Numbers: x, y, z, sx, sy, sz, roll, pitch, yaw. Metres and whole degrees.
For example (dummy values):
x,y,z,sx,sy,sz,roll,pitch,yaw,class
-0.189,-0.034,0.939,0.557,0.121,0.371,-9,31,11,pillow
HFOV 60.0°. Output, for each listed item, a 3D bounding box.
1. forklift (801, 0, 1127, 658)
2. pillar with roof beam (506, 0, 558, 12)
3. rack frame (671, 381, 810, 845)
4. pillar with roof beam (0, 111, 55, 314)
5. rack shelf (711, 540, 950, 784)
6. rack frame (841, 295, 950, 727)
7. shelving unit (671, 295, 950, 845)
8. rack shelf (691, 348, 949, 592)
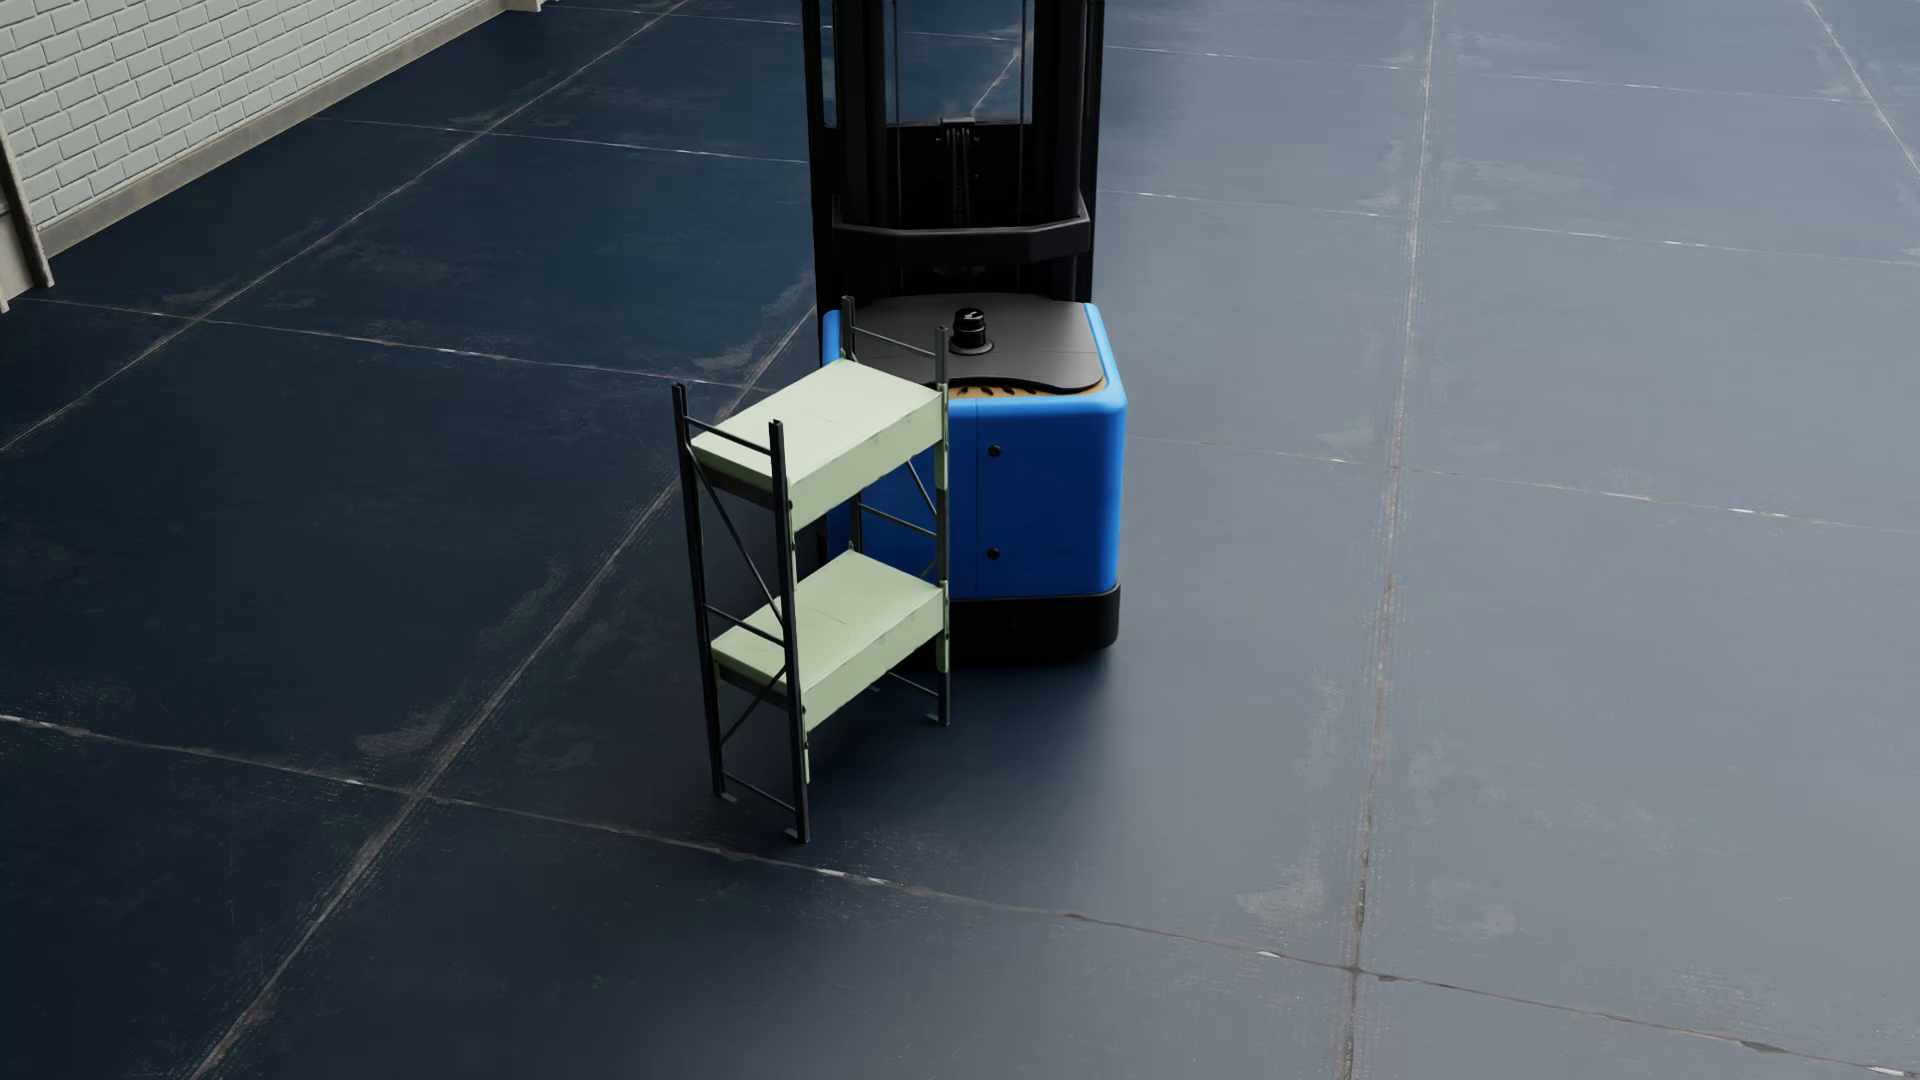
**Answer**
x,y,z,sx,sy,sz,roll,pitch,yaw,class
-0.041,-1.573,6.492,1.130,2.935,3.031,-2,33,-3,forklift
0.640,-7.618,10.346,9.100,9.000,0.400,8,33,12,pillar with roof beam
-0.640,0.258,4.946,0.400,1.500,0.023,22,38,30,rack frame
-0.882,-4.505,5.448,9.100,9.000,0.400,8,33,12,pillar with roof beam
-0.420,0.376,5.368,0.431,0.370,0.720,22,38,30,rack shelf
-0.200,-0.056,5.440,0.400,1.500,0.023,22,38,30,rack frame
-0.420,0.101,5.193,0.431,1.500,0.755,22,38,30,shelving unit
-0.420,-0.228,4.984,0.431,0.370,0.720,22,38,30,rack shelf
